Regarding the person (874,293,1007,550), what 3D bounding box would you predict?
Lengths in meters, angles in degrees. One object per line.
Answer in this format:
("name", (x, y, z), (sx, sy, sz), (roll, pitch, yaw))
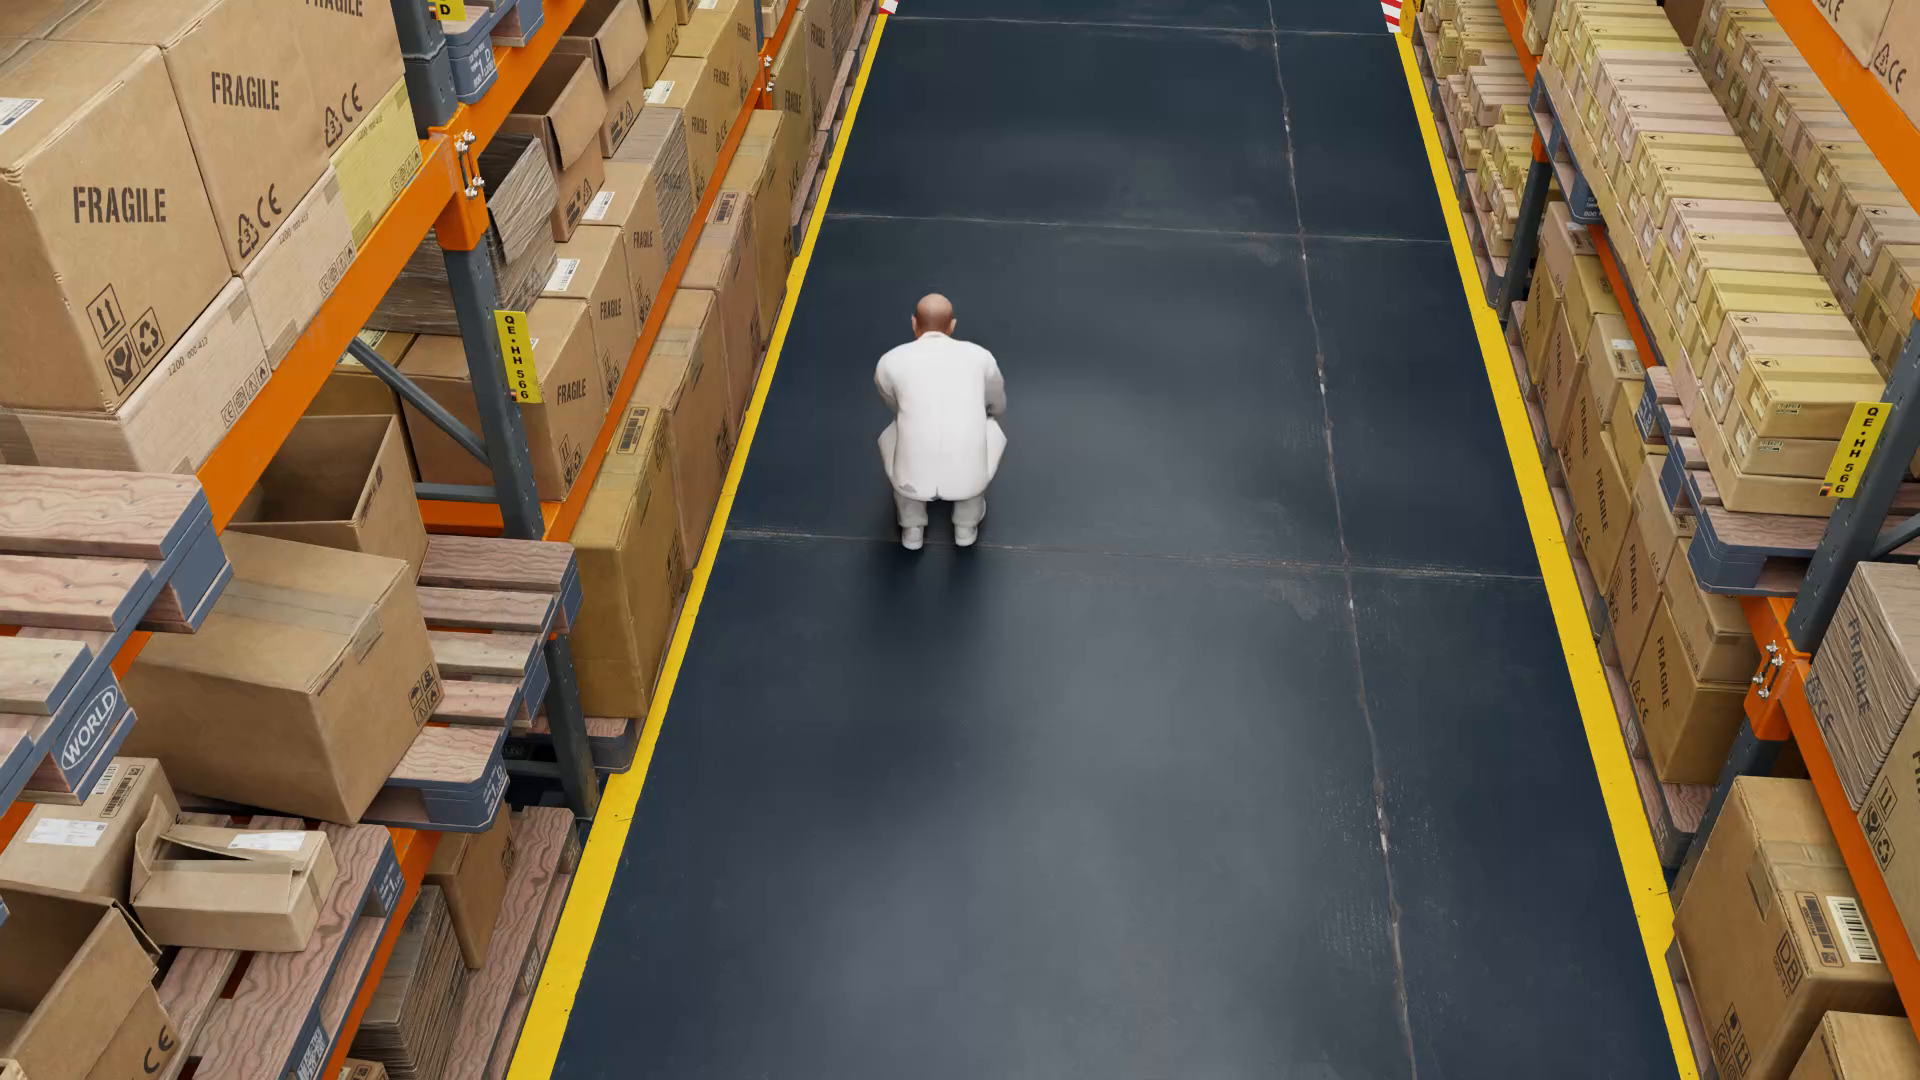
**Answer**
("person", (-0.085, -0.523, 7.433), (0.603, 0.977, 0.909), (3, 40, 4))
